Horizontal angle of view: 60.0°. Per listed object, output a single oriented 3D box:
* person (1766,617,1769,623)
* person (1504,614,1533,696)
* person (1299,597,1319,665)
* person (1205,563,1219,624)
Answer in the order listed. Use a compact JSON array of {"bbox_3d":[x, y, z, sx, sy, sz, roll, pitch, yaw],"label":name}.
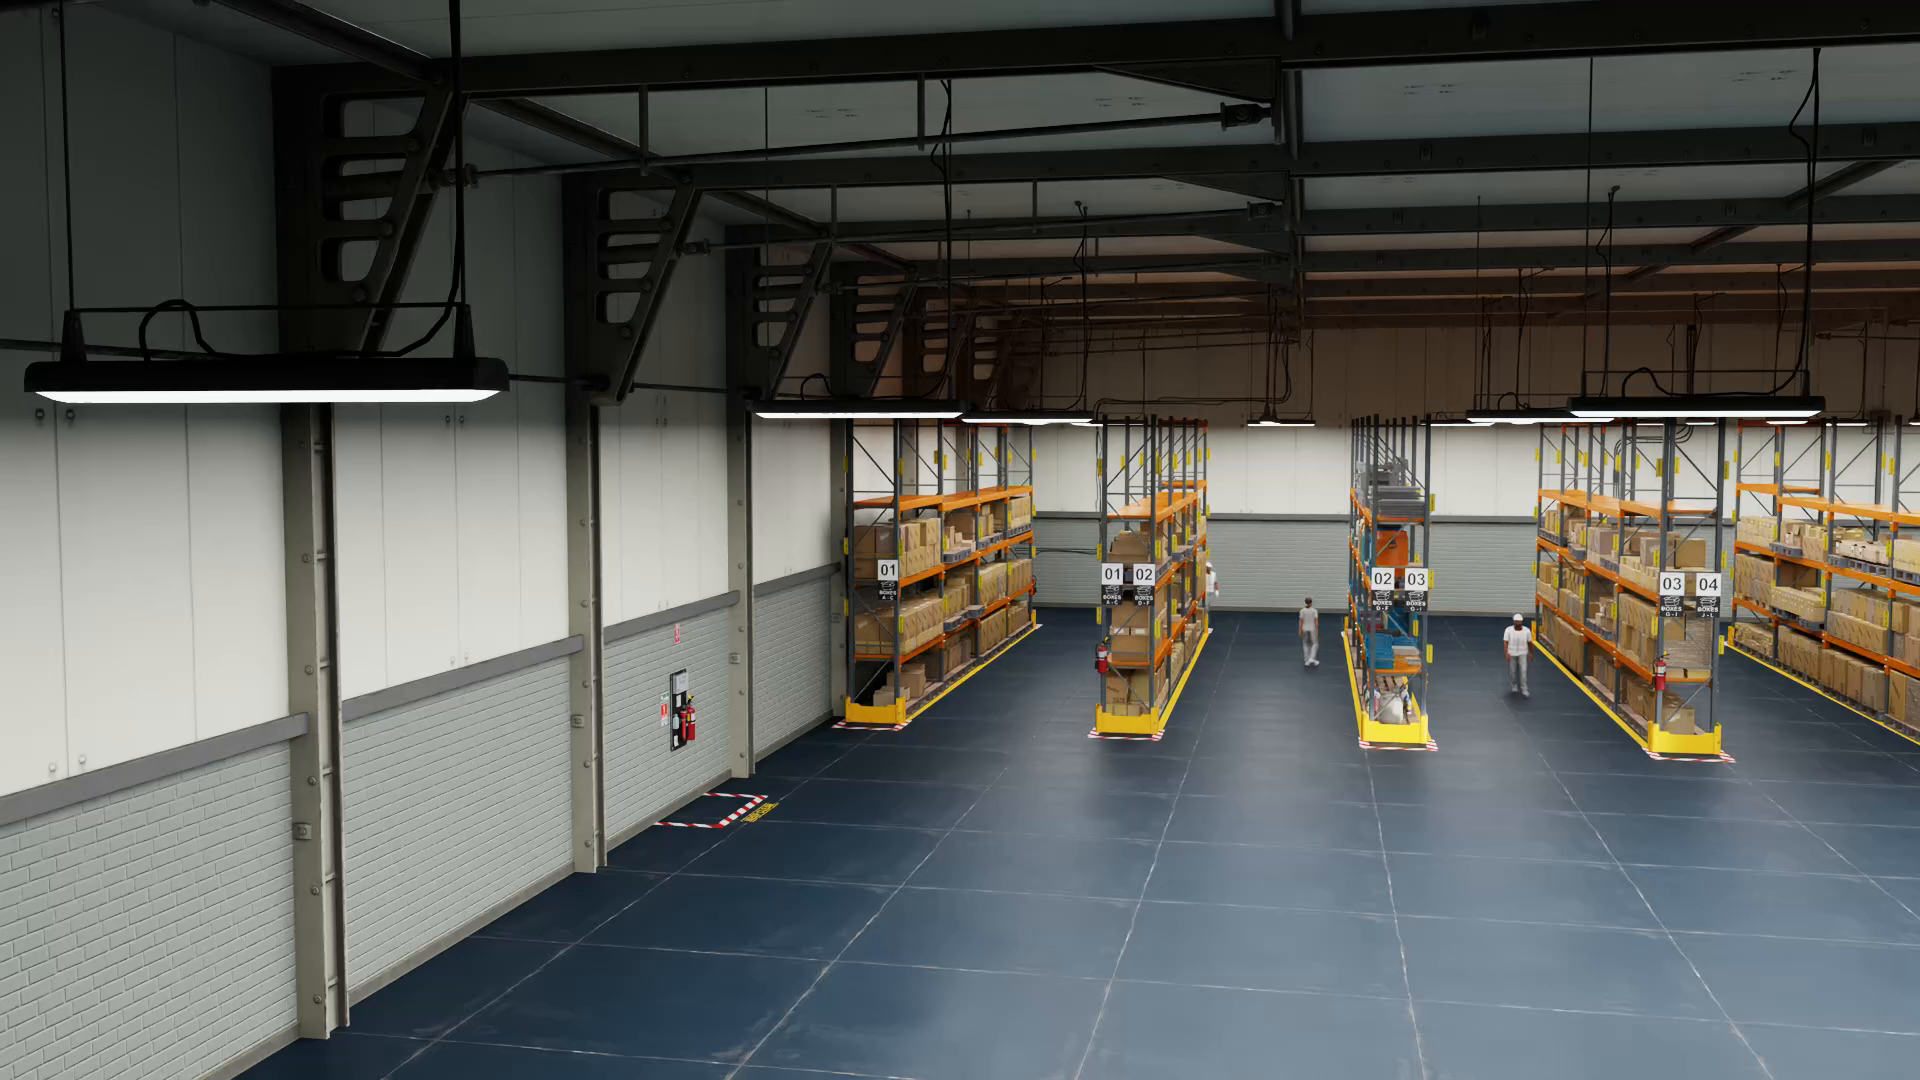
[{"bbox_3d":[22.026,1.933,44.814,0.477,1.572,0.441,1,4,12],"label":"person"},{"bbox_3d":[11.992,2.451,35.752,0.592,1.716,0.967,1,4,19],"label":"person"},{"bbox_3d":[8.459,2.213,40.281,0.495,1.669,0.534,1,4,10],"label":"person"},{"bbox_3d":[7.366,1.562,49.359,0.558,1.788,0.904,-1,4,-19],"label":"person"}]
